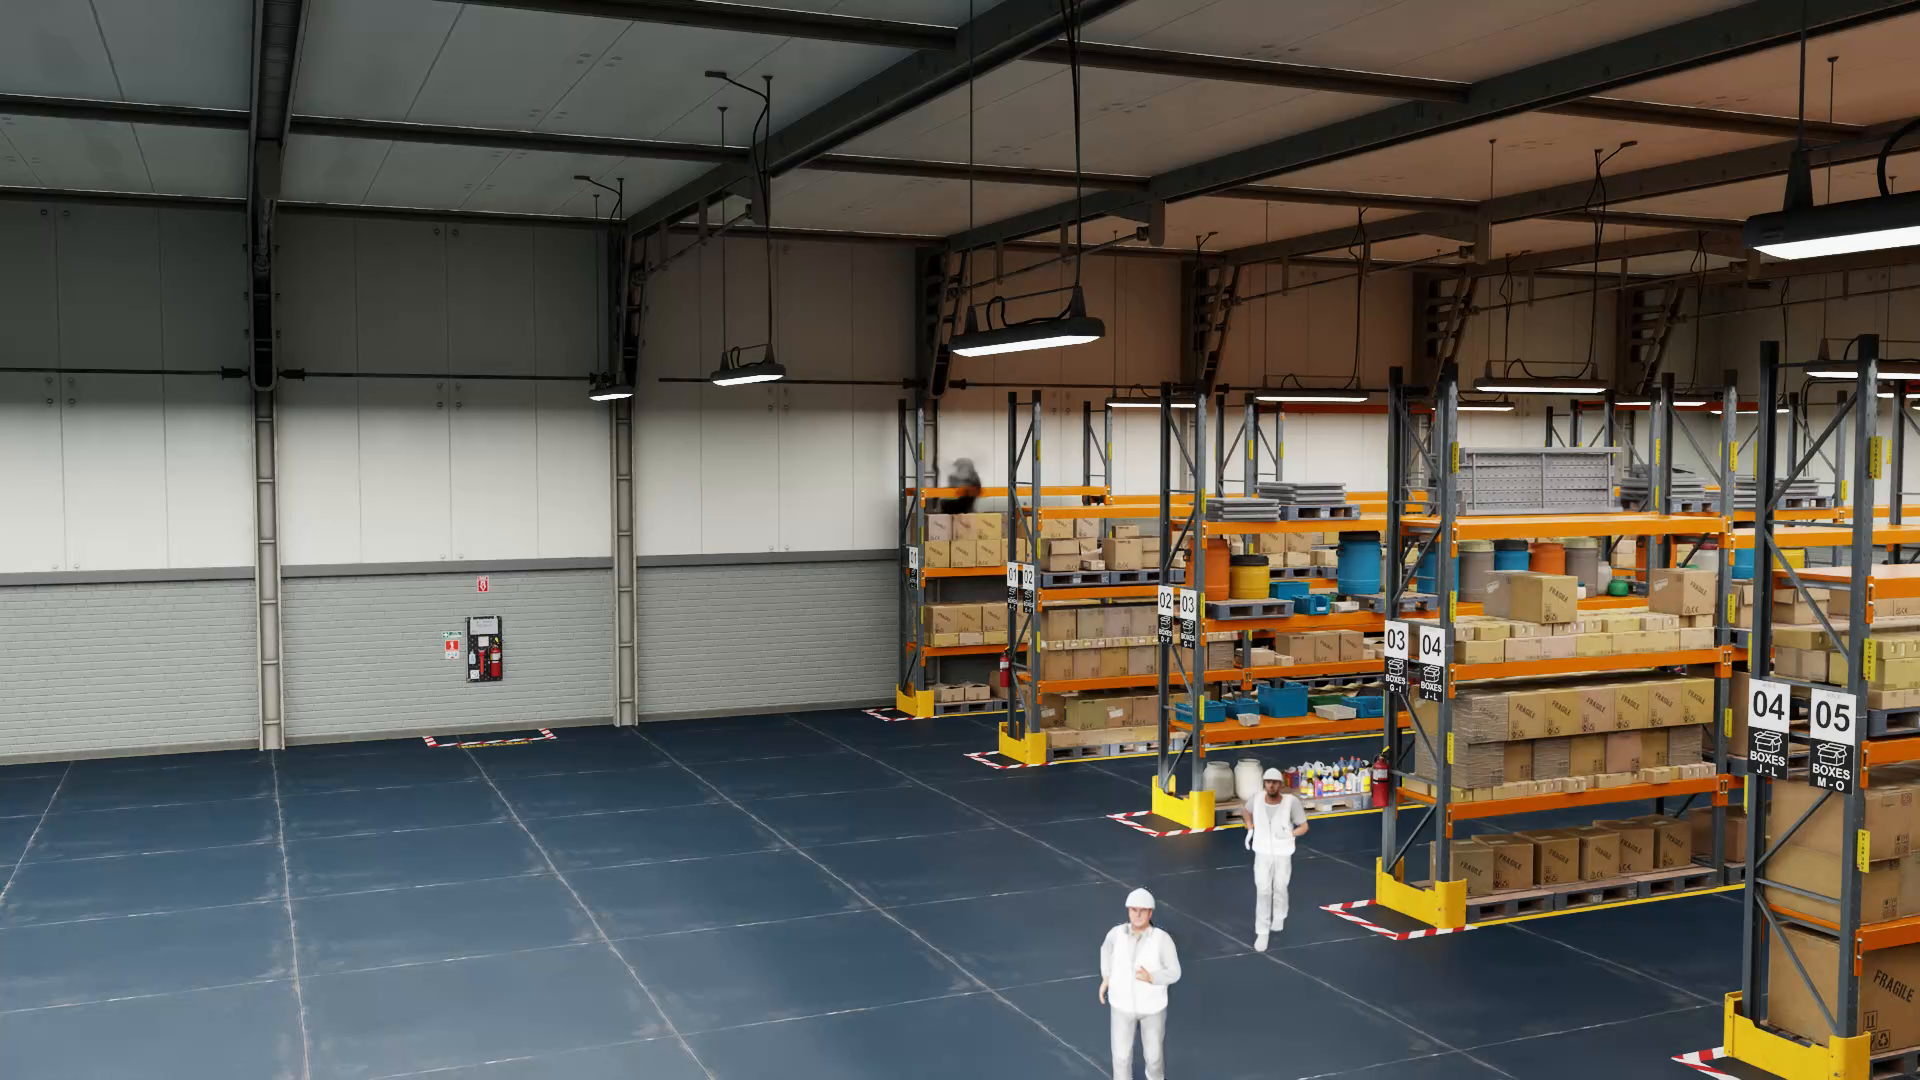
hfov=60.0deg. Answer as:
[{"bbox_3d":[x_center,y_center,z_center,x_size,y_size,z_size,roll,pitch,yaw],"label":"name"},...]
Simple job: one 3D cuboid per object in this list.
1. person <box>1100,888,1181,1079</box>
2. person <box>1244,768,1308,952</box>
[{"bbox_3d":[1.356,3.468,12.584,0.648,1.686,0.818,1,3,14],"label":"person"},{"bbox_3d":[3.251,3.242,17.160,0.674,1.810,0.862,1,3,16],"label":"person"}]
